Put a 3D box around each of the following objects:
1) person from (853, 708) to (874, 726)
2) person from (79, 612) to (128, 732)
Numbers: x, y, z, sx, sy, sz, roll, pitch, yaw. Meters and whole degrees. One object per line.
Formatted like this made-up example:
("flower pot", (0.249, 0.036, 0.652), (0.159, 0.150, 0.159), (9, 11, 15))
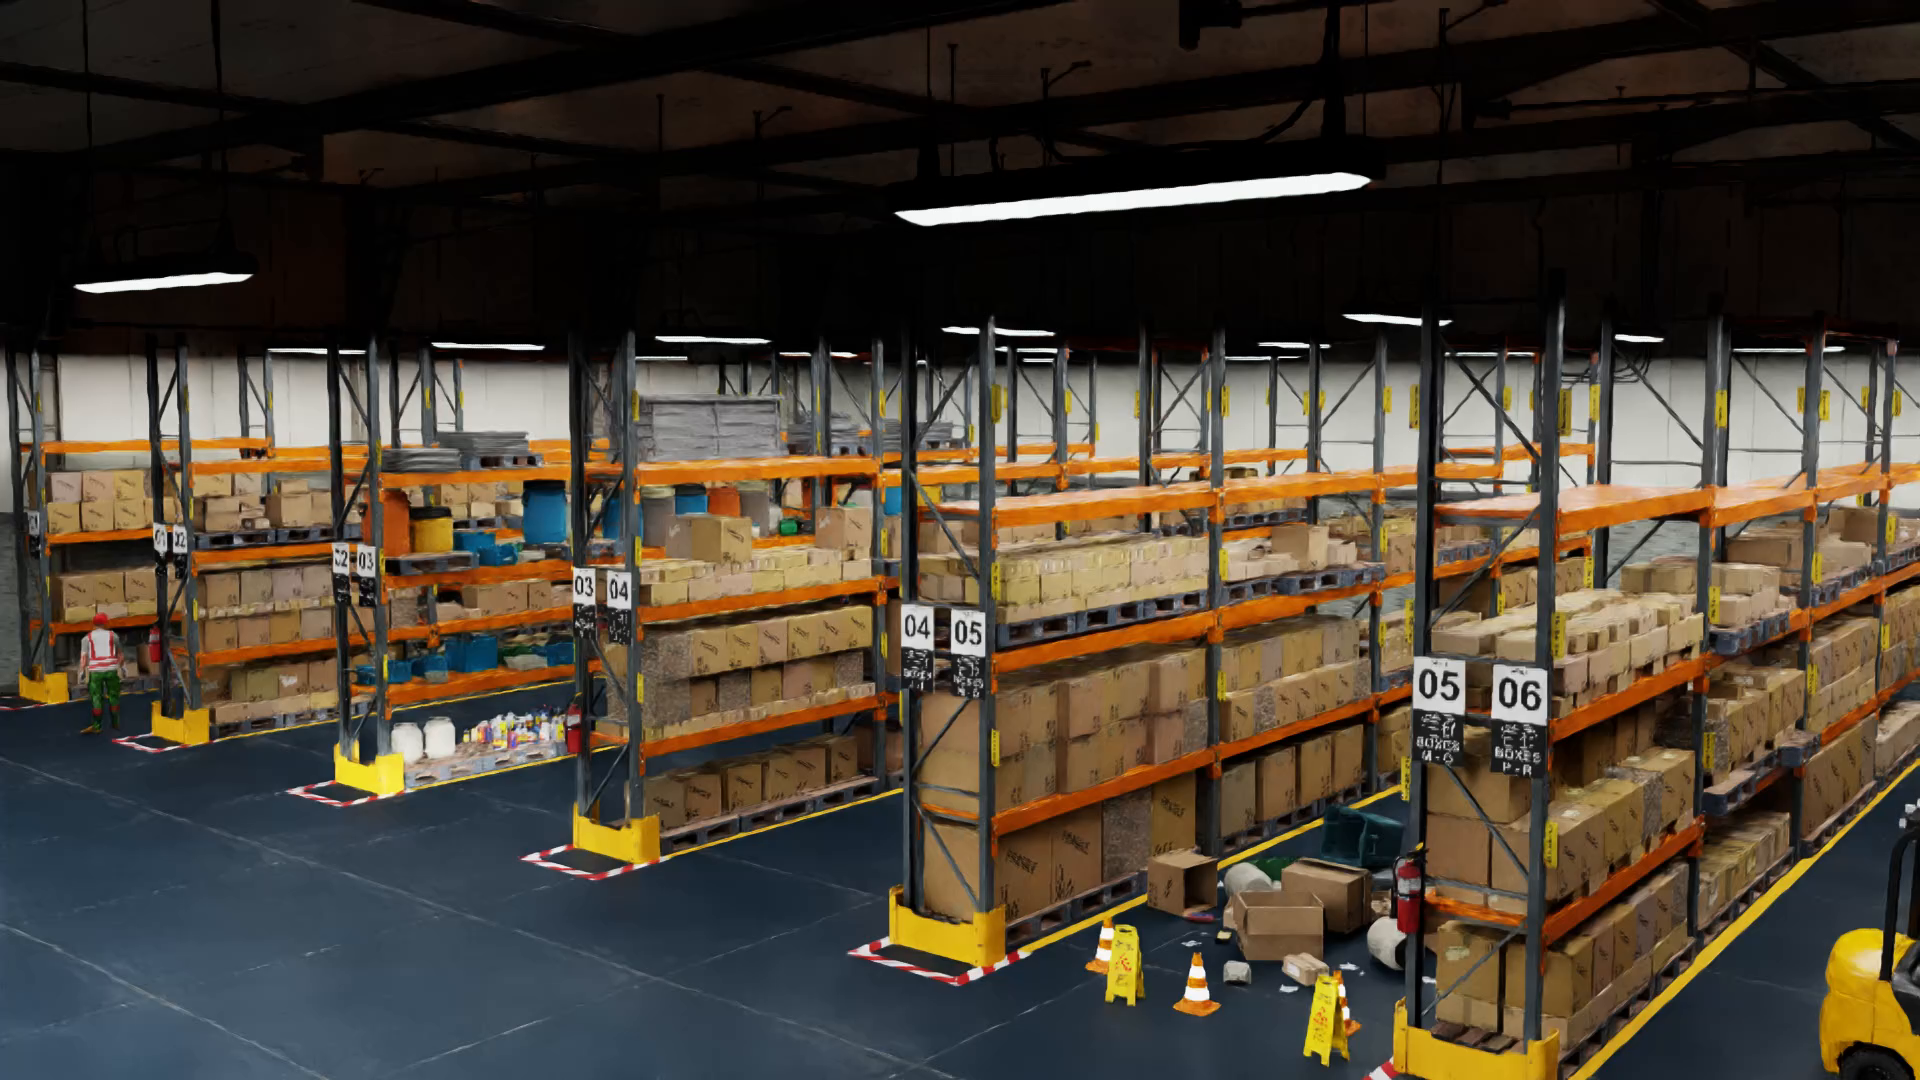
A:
("person", (-1.391, 2.180, 23.752), (0.734, 1.697, 0.856), (5, 7, 44))
("person", (-13.032, 1.987, 25.281), (0.695, 1.782, 0.482), (-4, 7, -40))
